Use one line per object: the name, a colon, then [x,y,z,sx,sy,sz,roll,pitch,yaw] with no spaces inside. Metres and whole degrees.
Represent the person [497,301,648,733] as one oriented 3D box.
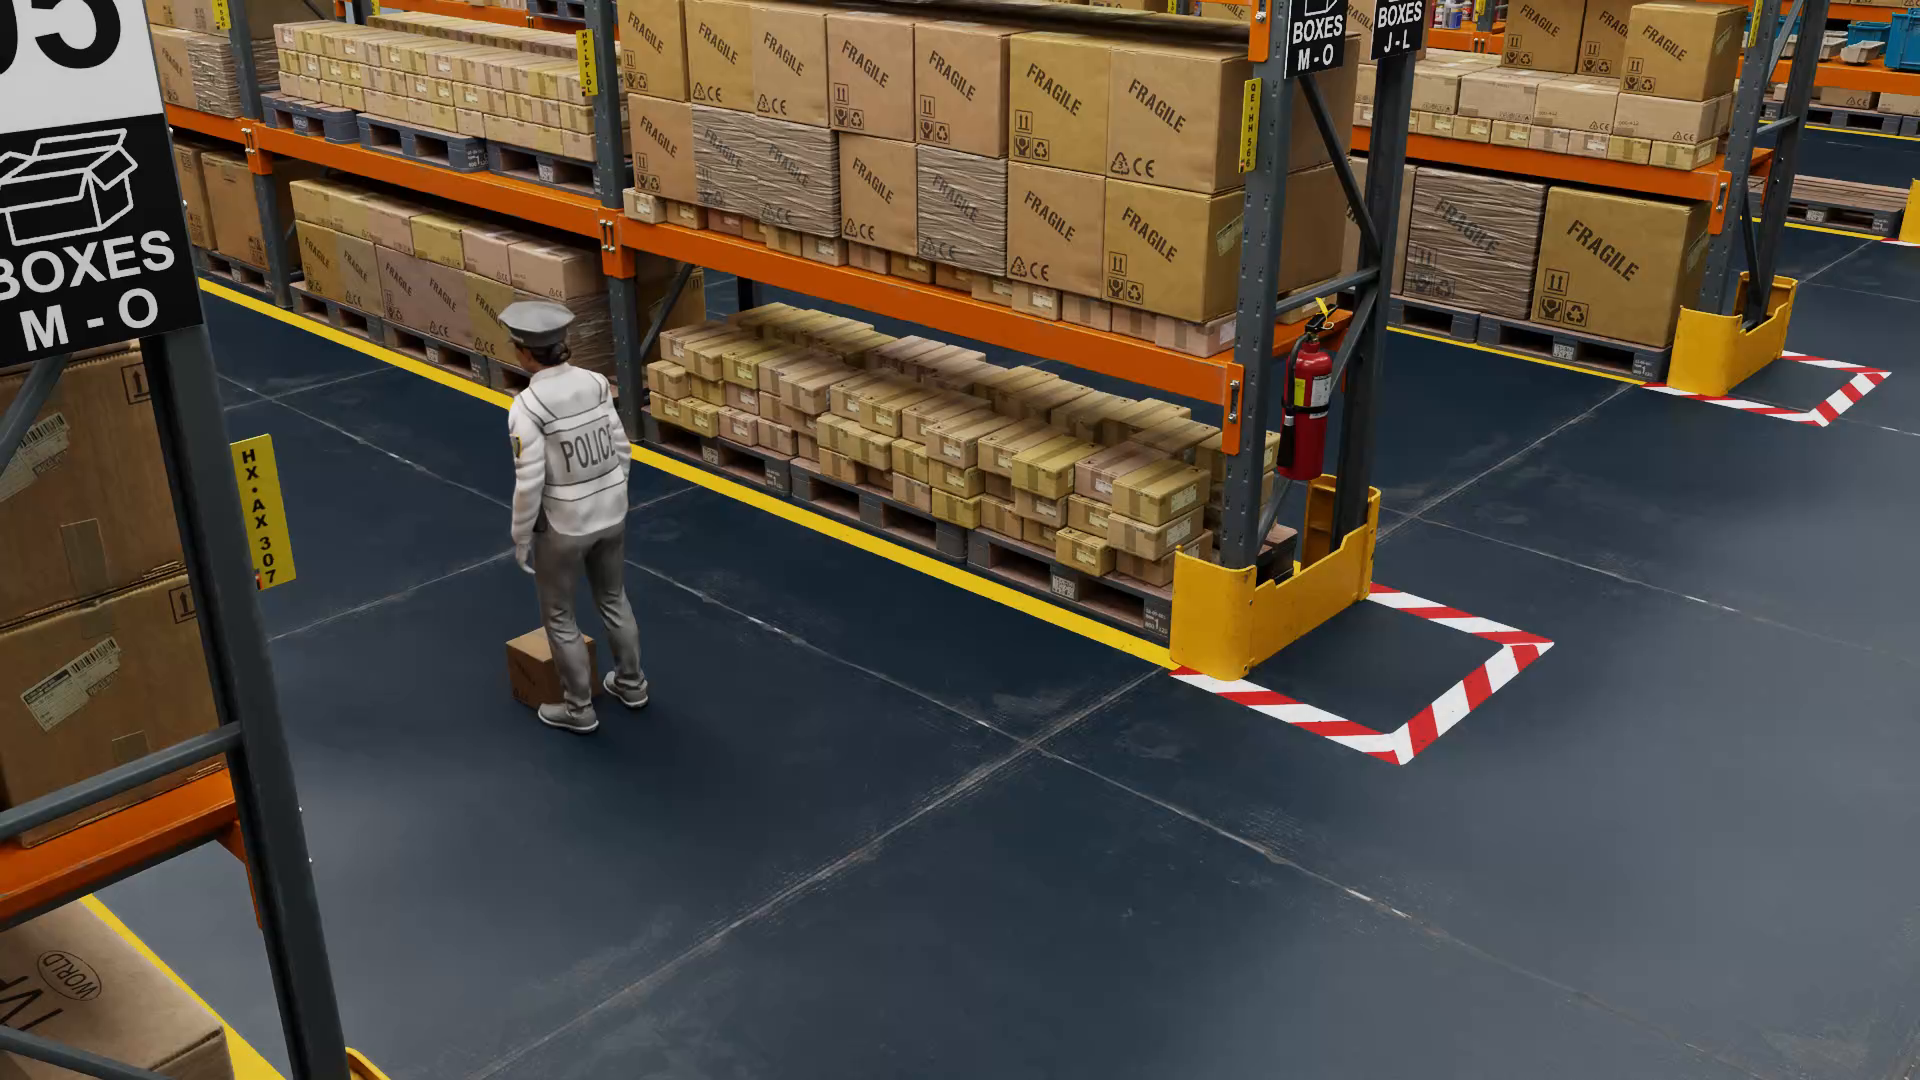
person: [-1.450,-0.063,6.241,0.375,1.662,0.542,18,30,35]
